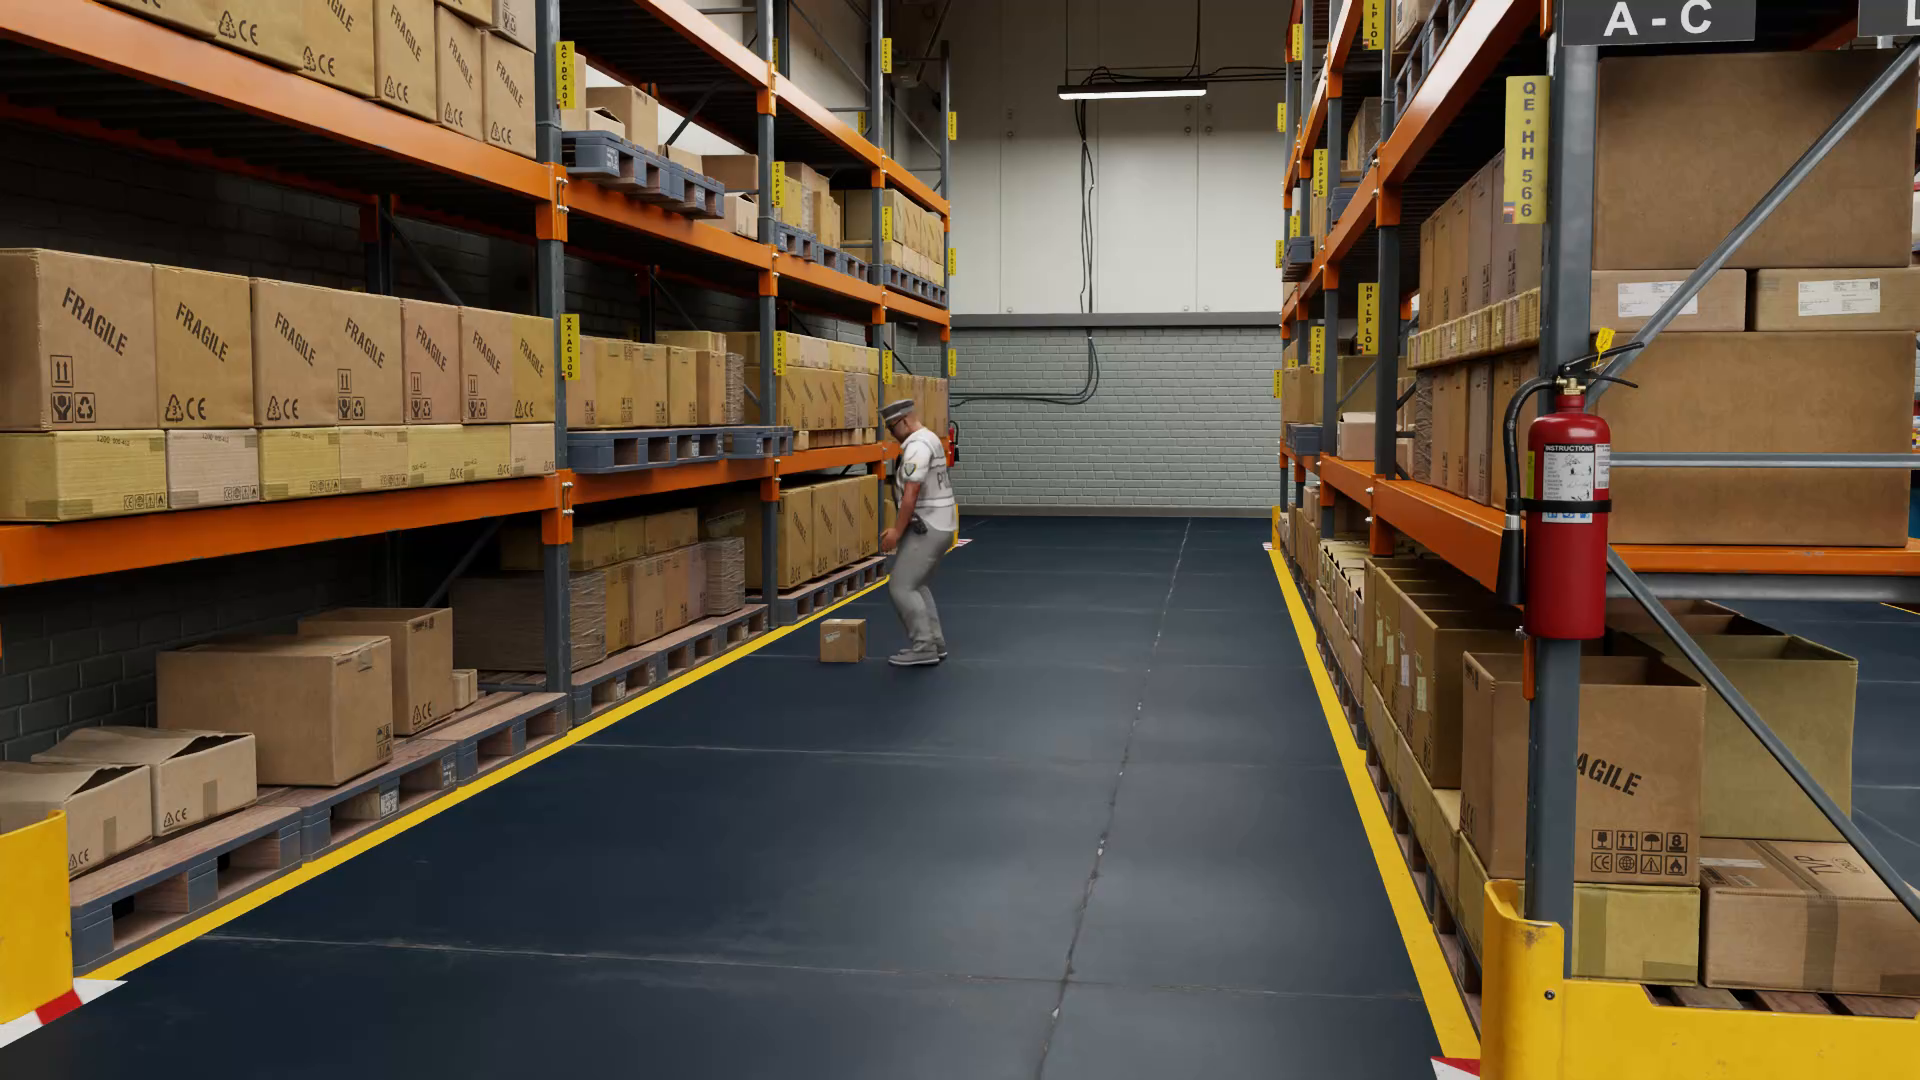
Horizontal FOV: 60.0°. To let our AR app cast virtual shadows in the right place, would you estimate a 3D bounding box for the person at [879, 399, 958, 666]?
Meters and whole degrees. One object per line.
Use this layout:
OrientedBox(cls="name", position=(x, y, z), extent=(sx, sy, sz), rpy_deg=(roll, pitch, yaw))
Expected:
OrientedBox(cls="person", position=(-0.273, -0.052, 10.677), extent=(0.496, 1.701, 0.557), rpy_deg=(1, 5, 10))
